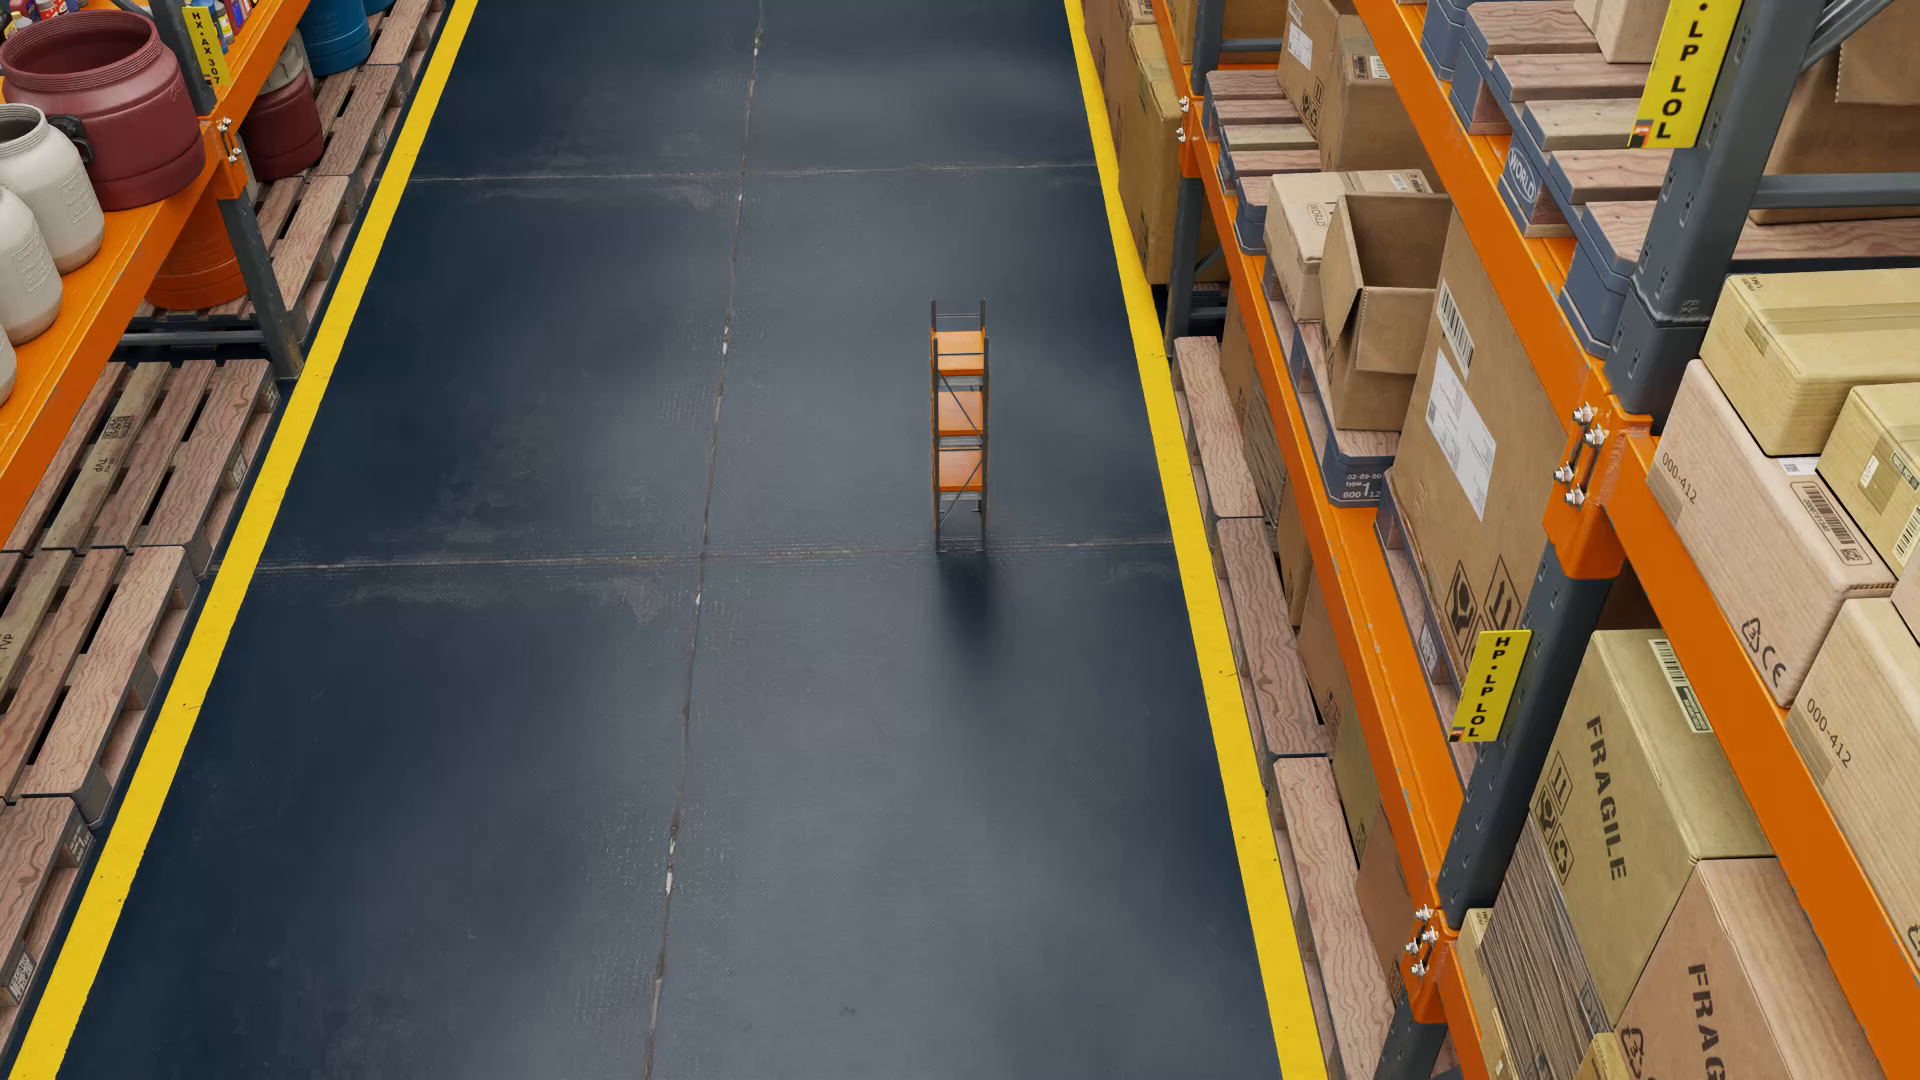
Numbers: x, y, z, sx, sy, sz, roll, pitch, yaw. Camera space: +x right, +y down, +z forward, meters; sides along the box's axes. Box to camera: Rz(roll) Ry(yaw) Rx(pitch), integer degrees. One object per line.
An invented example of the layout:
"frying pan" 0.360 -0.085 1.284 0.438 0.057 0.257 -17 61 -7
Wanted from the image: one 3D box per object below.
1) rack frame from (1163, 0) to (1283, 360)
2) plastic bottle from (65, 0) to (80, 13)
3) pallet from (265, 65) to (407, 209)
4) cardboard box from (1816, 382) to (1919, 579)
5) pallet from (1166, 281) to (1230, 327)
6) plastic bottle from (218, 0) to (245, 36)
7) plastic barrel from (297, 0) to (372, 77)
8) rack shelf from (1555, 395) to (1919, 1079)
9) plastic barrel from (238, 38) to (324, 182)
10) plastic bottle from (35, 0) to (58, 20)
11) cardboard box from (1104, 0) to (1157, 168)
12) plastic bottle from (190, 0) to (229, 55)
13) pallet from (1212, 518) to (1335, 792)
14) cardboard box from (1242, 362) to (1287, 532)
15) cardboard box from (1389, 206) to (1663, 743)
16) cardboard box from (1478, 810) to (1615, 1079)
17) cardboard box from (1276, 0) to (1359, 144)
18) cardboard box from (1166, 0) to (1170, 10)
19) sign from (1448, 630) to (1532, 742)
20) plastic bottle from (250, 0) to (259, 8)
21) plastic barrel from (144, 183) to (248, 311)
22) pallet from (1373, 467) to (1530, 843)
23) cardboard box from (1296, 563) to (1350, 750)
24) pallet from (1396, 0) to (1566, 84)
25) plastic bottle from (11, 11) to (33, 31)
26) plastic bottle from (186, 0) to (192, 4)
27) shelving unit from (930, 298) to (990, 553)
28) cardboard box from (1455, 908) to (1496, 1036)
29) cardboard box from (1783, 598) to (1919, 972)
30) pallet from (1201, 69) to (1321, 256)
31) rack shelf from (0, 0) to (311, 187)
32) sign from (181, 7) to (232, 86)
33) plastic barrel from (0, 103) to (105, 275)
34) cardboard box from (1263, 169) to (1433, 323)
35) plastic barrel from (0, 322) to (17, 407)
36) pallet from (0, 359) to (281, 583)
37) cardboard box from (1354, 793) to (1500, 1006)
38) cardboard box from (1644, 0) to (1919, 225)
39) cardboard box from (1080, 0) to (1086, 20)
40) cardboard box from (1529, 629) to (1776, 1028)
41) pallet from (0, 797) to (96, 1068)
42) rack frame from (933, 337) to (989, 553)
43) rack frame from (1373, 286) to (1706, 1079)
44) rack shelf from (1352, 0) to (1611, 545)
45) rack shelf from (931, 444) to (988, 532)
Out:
"rack frame" 1.448 -1.994 6.705 1.000 3.000 0.127 -2 43 -2
"plastic bottle" -3.948 -2.431 7.277 0.097 0.271 0.097 0 43 0
"pallet" -3.624 -2.177 8.968 1.003 0.211 1.213 -2 43 -2
"cardboard box" 1.404 -0.085 2.219 0.380 0.149 0.250 -4 43 -4
"pallet" 1.490 -1.500 8.231 1.003 0.211 1.213 -2 43 -2
"plastic bottle" -3.164 -2.333 7.162 0.061 0.283 0.133 -2 43 -2
"plastic barrel" -3.634 -3.088 9.141 0.600 0.901 0.708 -2 43 -2
"rack shelf" 1.703 1.216 1.516 1.077 0.370 4.000 -2 43 -2
"plastic barrel" -3.586 -2.210 8.415 0.600 0.588 0.708 -2 43 -2
"plastic bottle" -3.940 -2.274 7.158 0.097 0.201 0.097 0 43 0
"cardboard box" 1.410 -2.434 8.447 1.225 0.875 0.875 -2 43 -2
"plastic bottle" -3.173 -2.185 7.009 0.097 0.271 0.097 0 43 0
"pallet" 1.529 0.383 6.176 1.003 0.211 1.213 -2 43 -2
"cardboard box" 1.533 -0.409 6.500 0.700 0.500 0.500 -5 43 -5
"cardboard box" 1.724 -0.210 4.004 1.000 1.000 1.000 -1 43 -2
"cardboard box" 1.576 0.865 3.292 0.875 0.500 0.500 -2 43 -2
"cardboard box" 1.511 -1.822 6.133 0.500 0.500 0.500 -6 43 -7
"cardboard box" 1.165 -2.694 7.395 0.500 0.500 0.500 -2 43 -2
"sign" 1.064 0.298 3.348 0.100 0.325 0.005 -2 43 -2
"plastic bottle" -3.175 -2.514 7.360 0.061 0.283 0.133 -2 43 -2
"plastic barrel" -3.538 -1.536 7.502 0.600 0.830 0.708 -2 43 -2
"pallet" 1.731 0.257 4.392 1.003 0.211 1.213 -2 43 -2
"cardboard box" 1.588 0.350 5.672 0.700 0.500 0.500 -5 43 -5
"pallet" 1.651 -1.450 4.031 1.213 0.211 1.003 -2 43 -2
"plastic bottle" -3.930 -2.118 6.988 0.097 0.201 0.097 0 43 0
"plastic bottle" -3.339 -2.376 7.270 0.097 0.201 0.097 0 43 0
"shelving unit" -0.002 -0.423 6.435 0.215 1.050 0.252 -2 43 -2
"cardboard box" 1.327 0.953 3.677 0.380 0.149 0.250 -2 43 -2
"cardboard box" 1.409 0.324 2.068 0.500 0.250 0.500 -2 43 -2
"pallet" 1.585 -1.445 6.249 1.213 0.211 1.003 -2 43 -2
"rack shelf" -3.585 -2.937 8.267 1.077 0.370 4.000 -2 43 -2
"sign" -2.951 -1.933 6.518 0.100 0.325 0.005 -2 43 -2
"plastic barrel" -3.243 -1.205 5.762 0.421 0.512 0.421 0 43 0
"cardboard box" 1.290 -0.955 5.373 0.500 0.250 0.500 -3 43 -3
"plastic barrel" -3.201 -0.641 5.129 0.433 0.535 0.433 0 43 0
"pallet" -3.506 -0.300 6.921 1.003 0.211 1.213 -2 43 -2
"cardboard box" 1.614 1.051 4.908 0.700 0.500 0.500 -5 43 -5
"cardboard box" 1.697 -0.912 2.918 0.797 0.503 0.637 -4 43 -4
"cardboard box" 1.326 -3.634 9.757 1.225 0.875 0.875 -2 43 -2
"cardboard box" 1.383 0.502 2.948 0.500 0.500 0.500 -2 43 -2
"pallet" -3.402 1.347 5.124 1.003 0.211 1.213 -2 43 -2
"rack frame" 0.003 -0.341 6.345 0.200 1.050 0.008 -2 43 -2
"rack frame" 1.618 0.706 3.759 1.000 3.000 0.127 -2 43 -2
"rack shelf" 1.533 -1.484 4.462 1.077 0.370 4.000 -2 43 -2
"rack shelf" -0.002 -0.210 6.630 0.215 0.259 0.240 -2 43 -2
